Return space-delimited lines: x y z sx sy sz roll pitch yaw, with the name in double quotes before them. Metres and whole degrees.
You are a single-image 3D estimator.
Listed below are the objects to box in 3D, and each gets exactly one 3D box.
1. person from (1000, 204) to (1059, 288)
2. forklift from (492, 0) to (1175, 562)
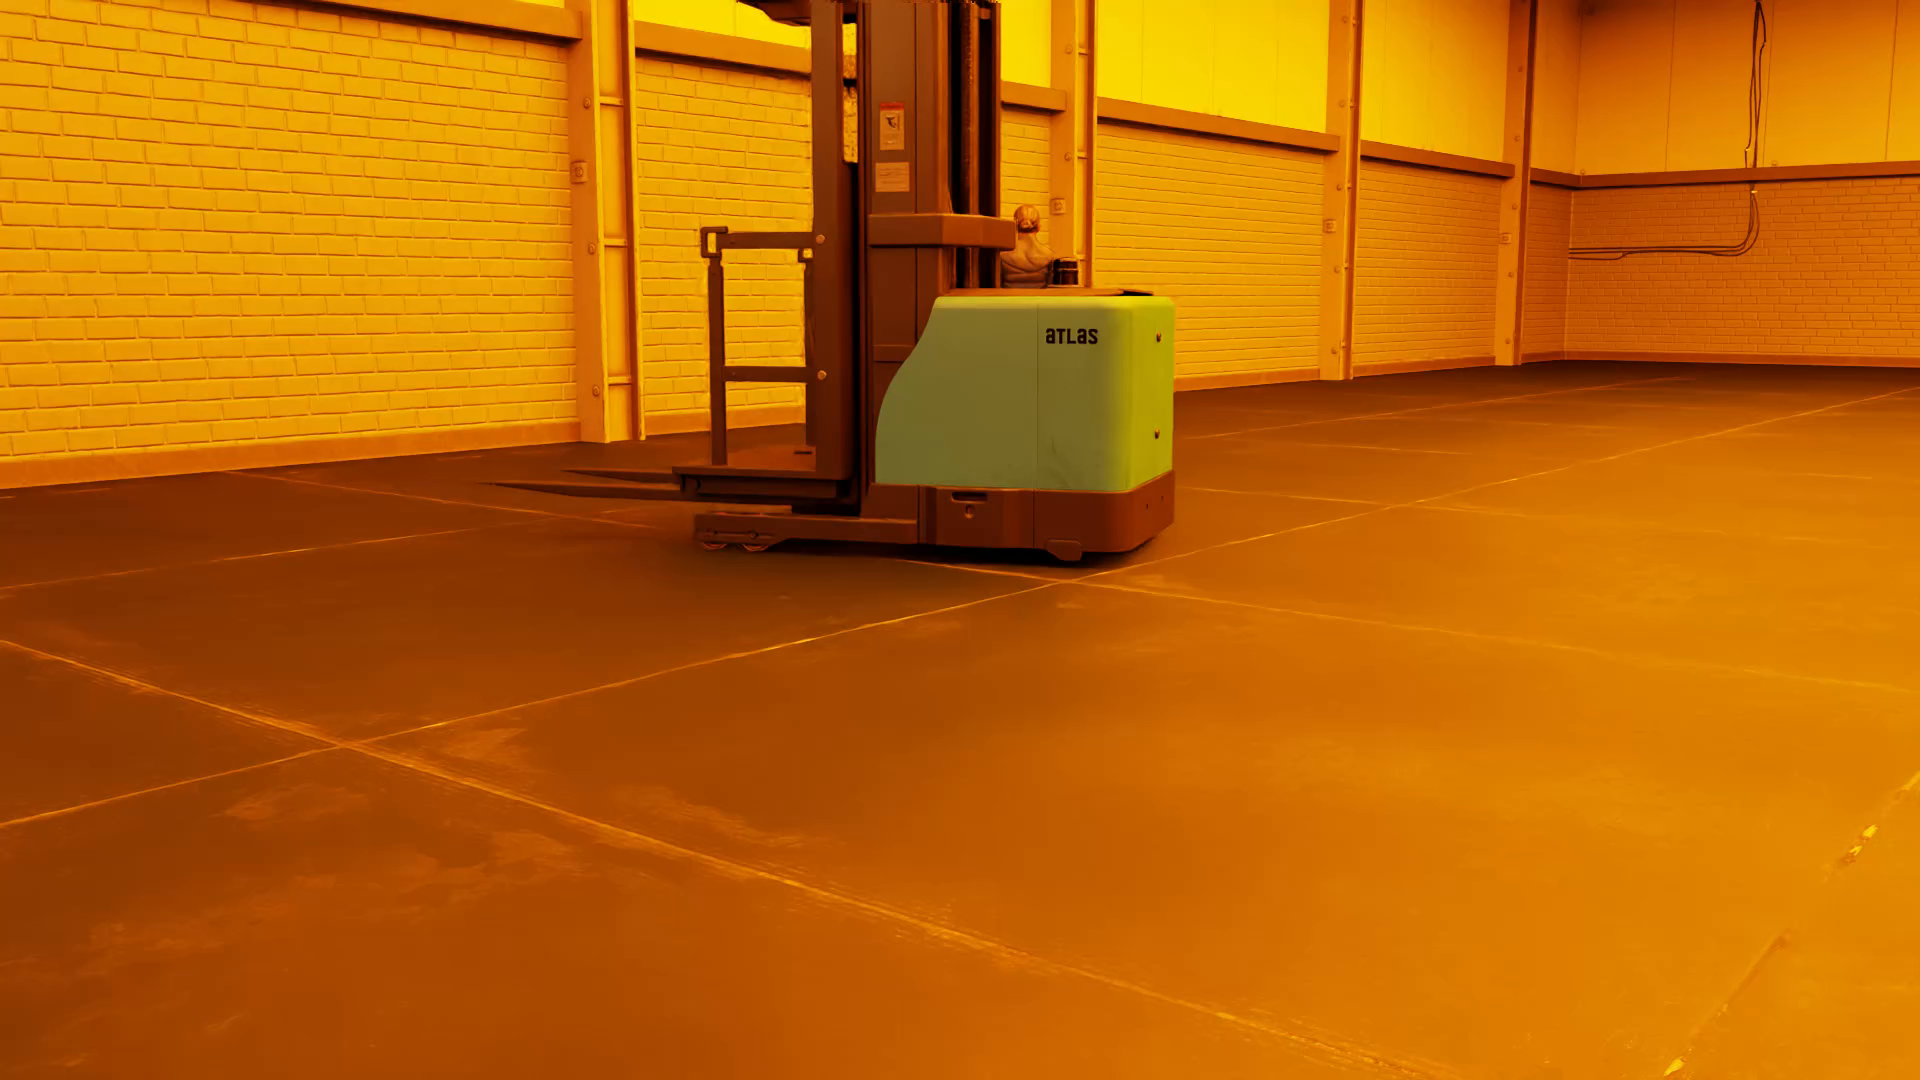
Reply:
"person" 0.401 -1.260 10.370 0.595 1.639 0.430 1 8 6
"forklift" -0.616 -1.467 7.306 3.031 2.935 1.130 3 9 18
